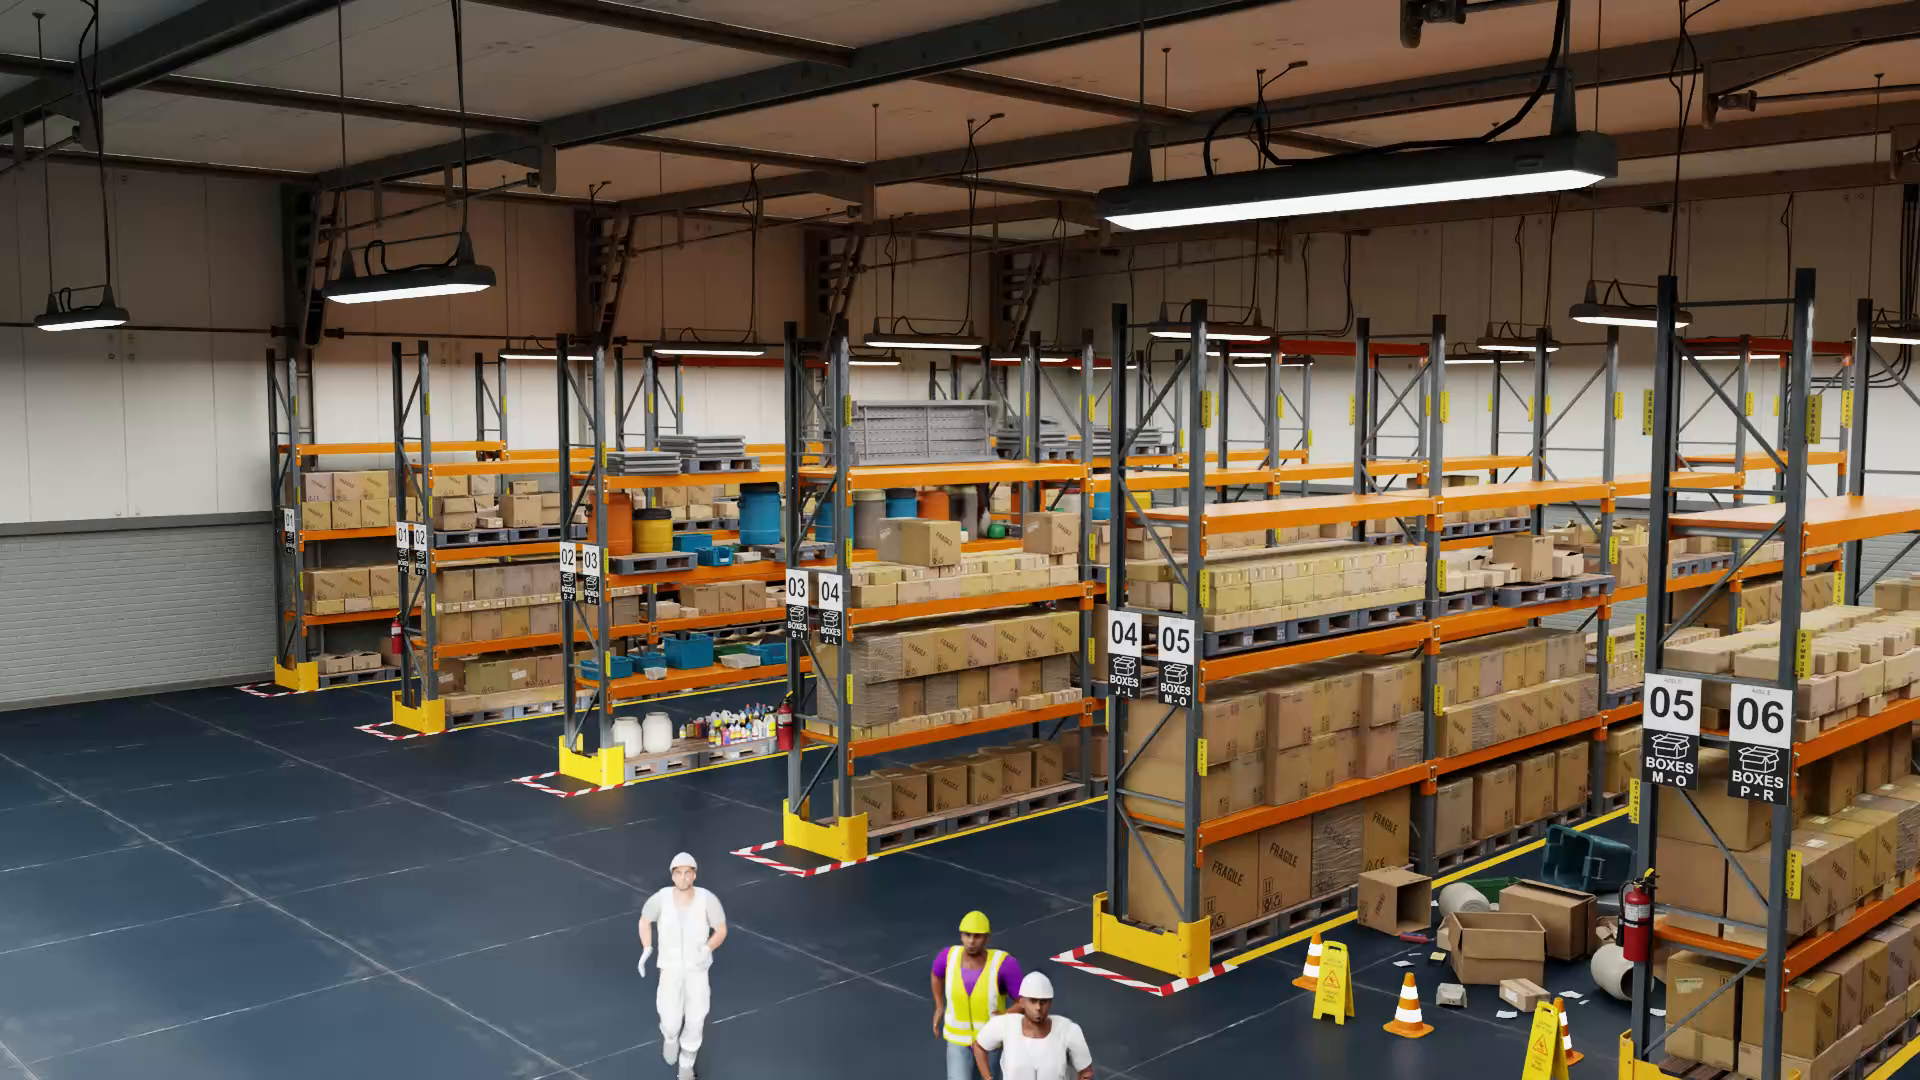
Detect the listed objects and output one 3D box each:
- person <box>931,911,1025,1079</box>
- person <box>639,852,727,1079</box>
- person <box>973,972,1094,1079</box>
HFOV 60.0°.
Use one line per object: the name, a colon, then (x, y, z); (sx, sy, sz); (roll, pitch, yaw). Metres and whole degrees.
person: (0.124, 3.331, 11.022); (0.685, 1.807, 0.848); (1, 5, 6)
person: (-2.072, 3.192, 12.464); (0.660, 1.688, 0.580); (-1, 5, -9)
person: (0.445, 3.424, 9.810); (0.697, 1.779, 0.951); (0, 5, -4)
